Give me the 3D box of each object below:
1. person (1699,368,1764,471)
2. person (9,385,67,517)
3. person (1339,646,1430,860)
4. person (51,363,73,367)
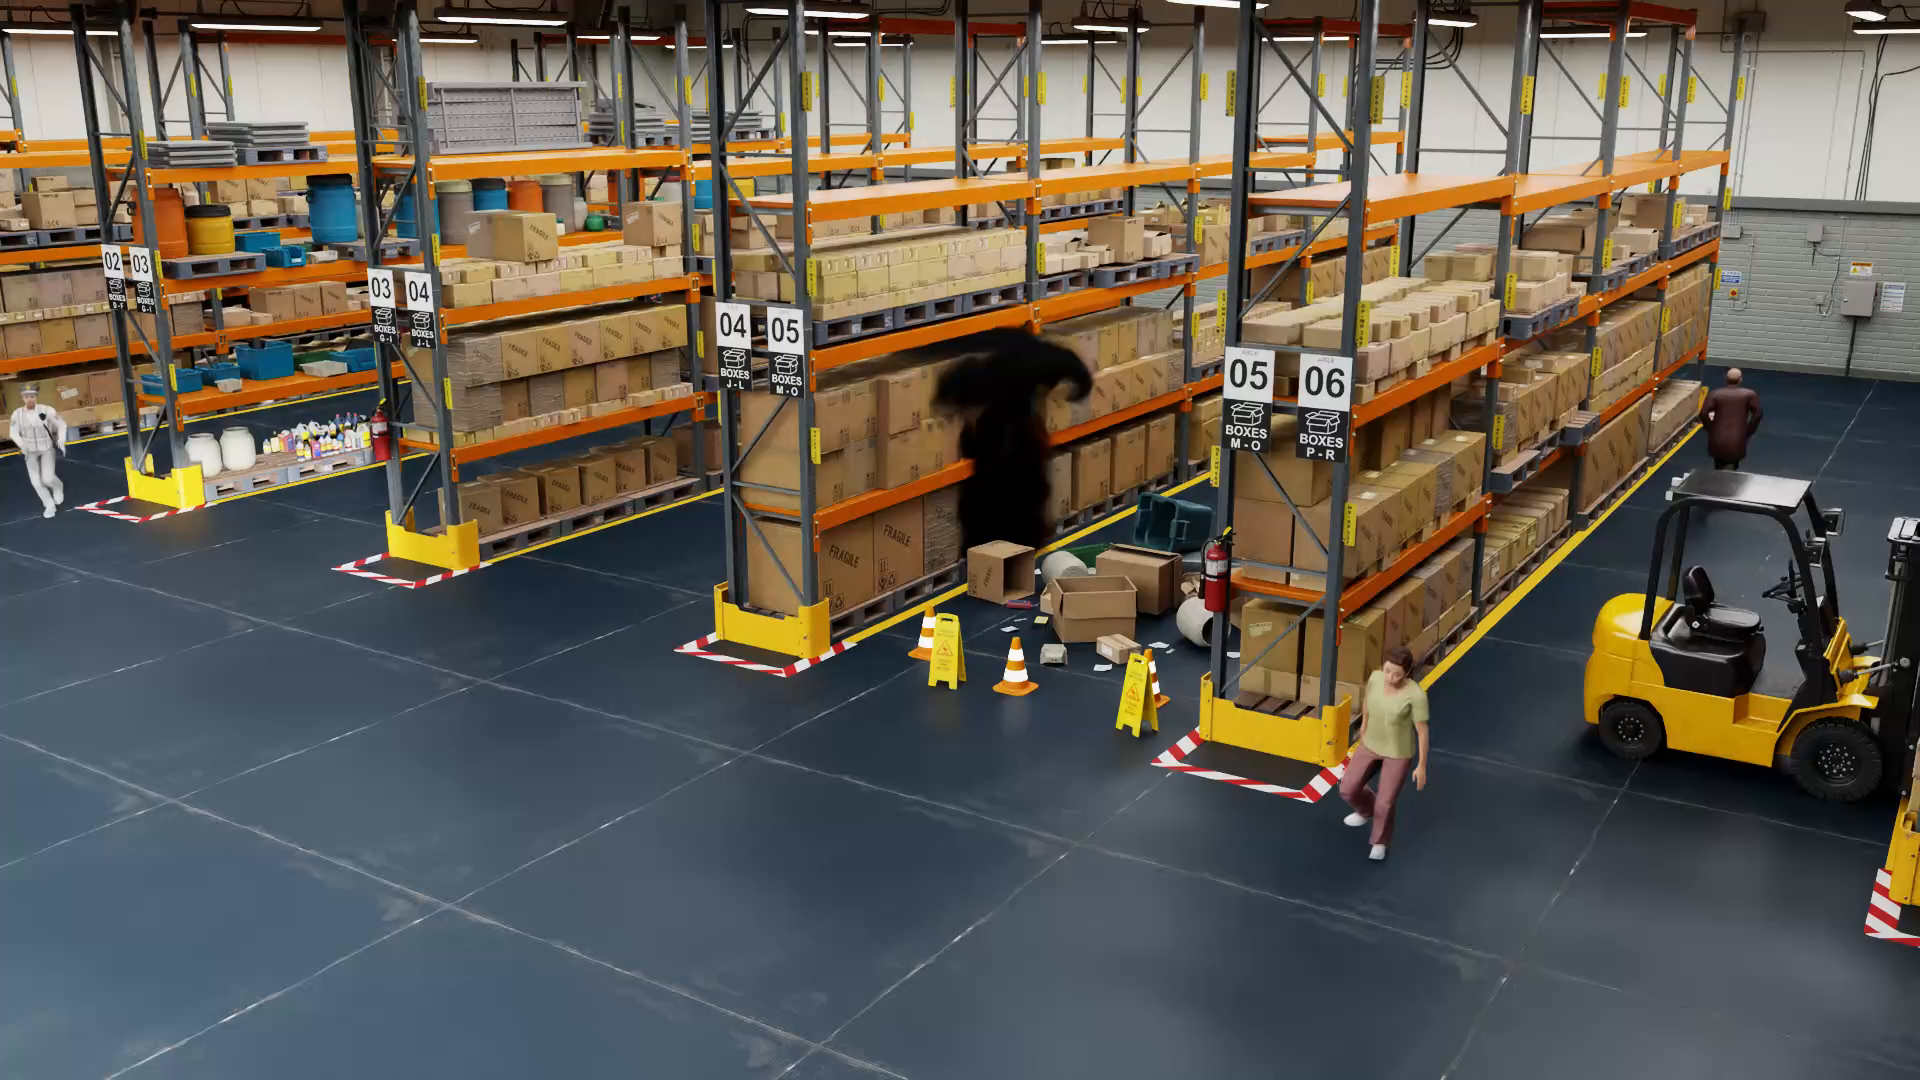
[{"bbox_3d":[9.488,-1.249,20.546,0.714,1.725,0.638,8,18,28],"label":"person"},{"bbox_3d":[-11.095,-1.074,20.044,0.591,1.644,0.583,-5,16,-17],"label":"person"},{"bbox_3d":[2.888,1.395,11.194,0.710,1.595,0.609,13,20,40],"label":"person"},{"bbox_3d":[-14.097,-2.814,26.164,0.755,1.723,0.571,9,18,29],"label":"person"}]
